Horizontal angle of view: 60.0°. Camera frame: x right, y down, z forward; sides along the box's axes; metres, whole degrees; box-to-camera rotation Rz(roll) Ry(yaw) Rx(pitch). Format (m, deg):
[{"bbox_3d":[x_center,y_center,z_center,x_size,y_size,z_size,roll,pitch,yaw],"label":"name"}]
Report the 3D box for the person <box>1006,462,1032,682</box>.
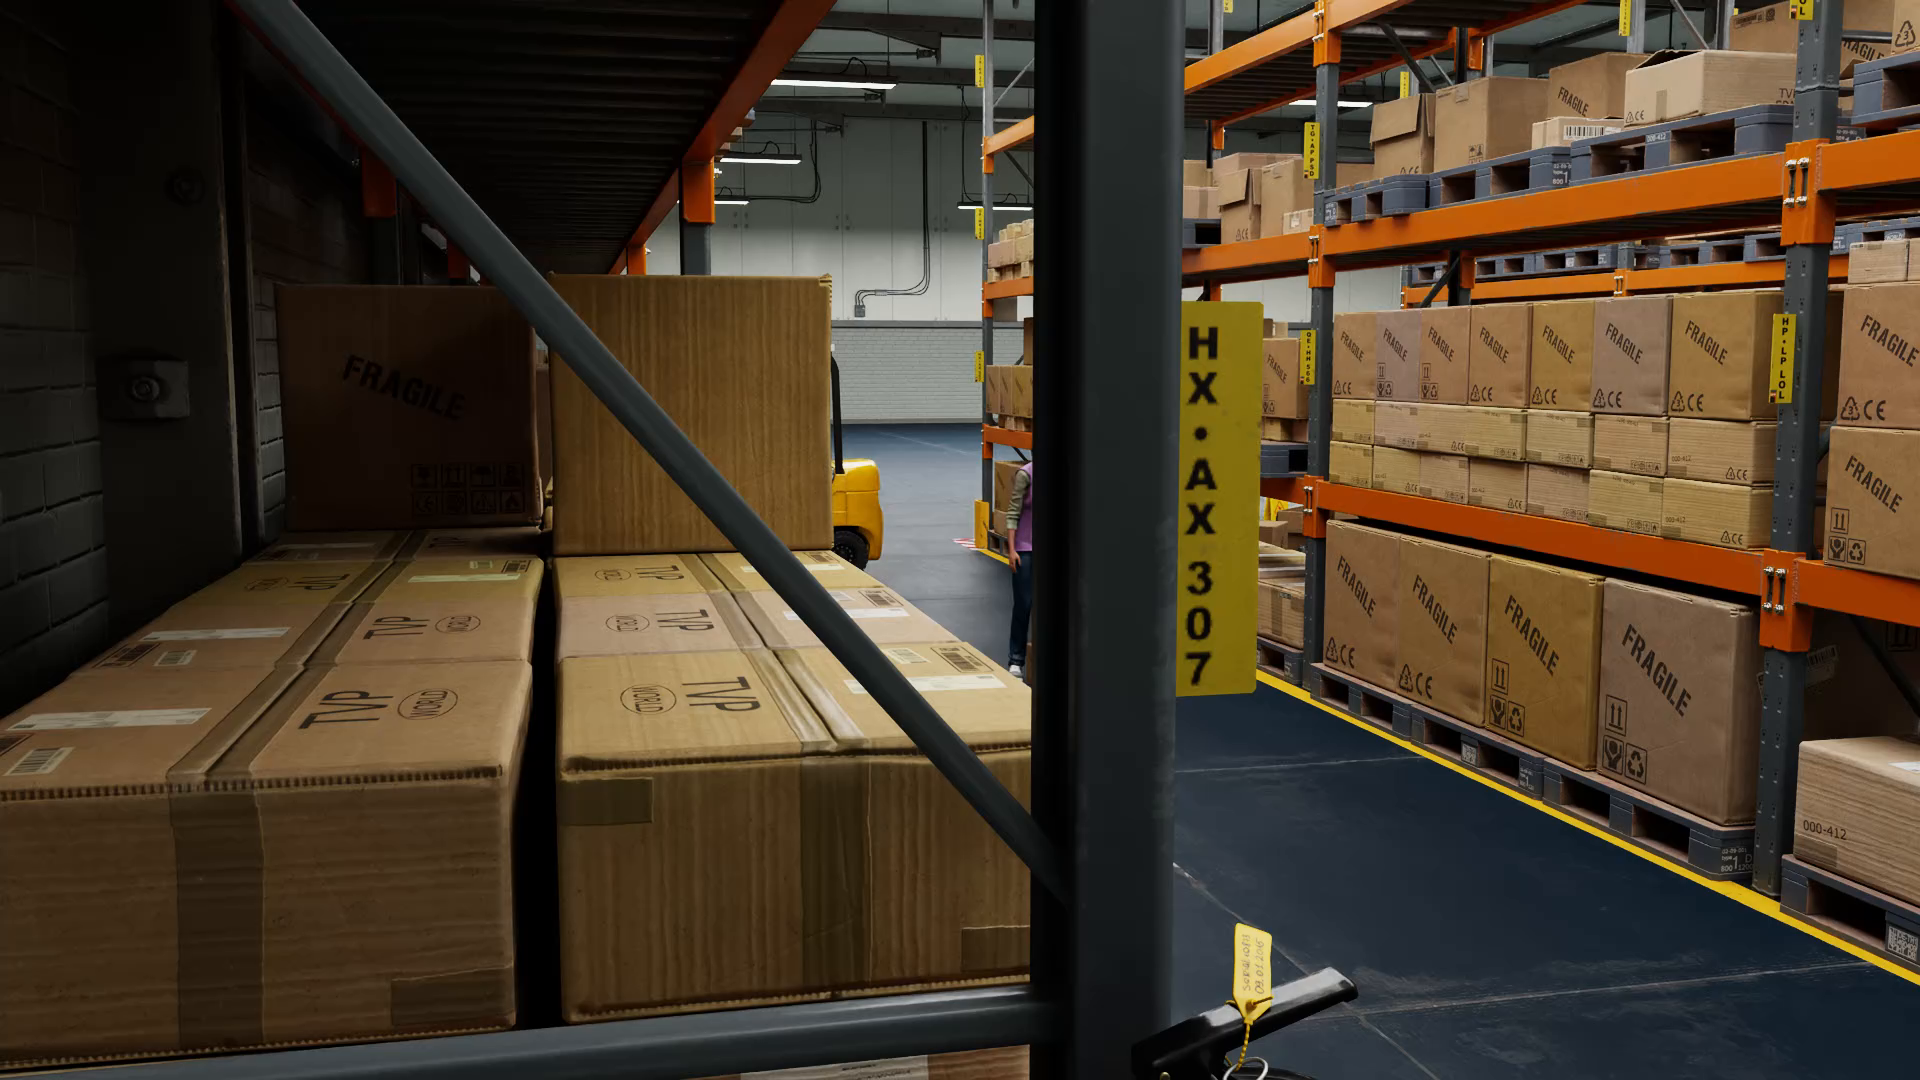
[{"bbox_3d":[0.514,0.094,10.536,0.481,1.591,0.378,-2,7,-17],"label":"person"}]
